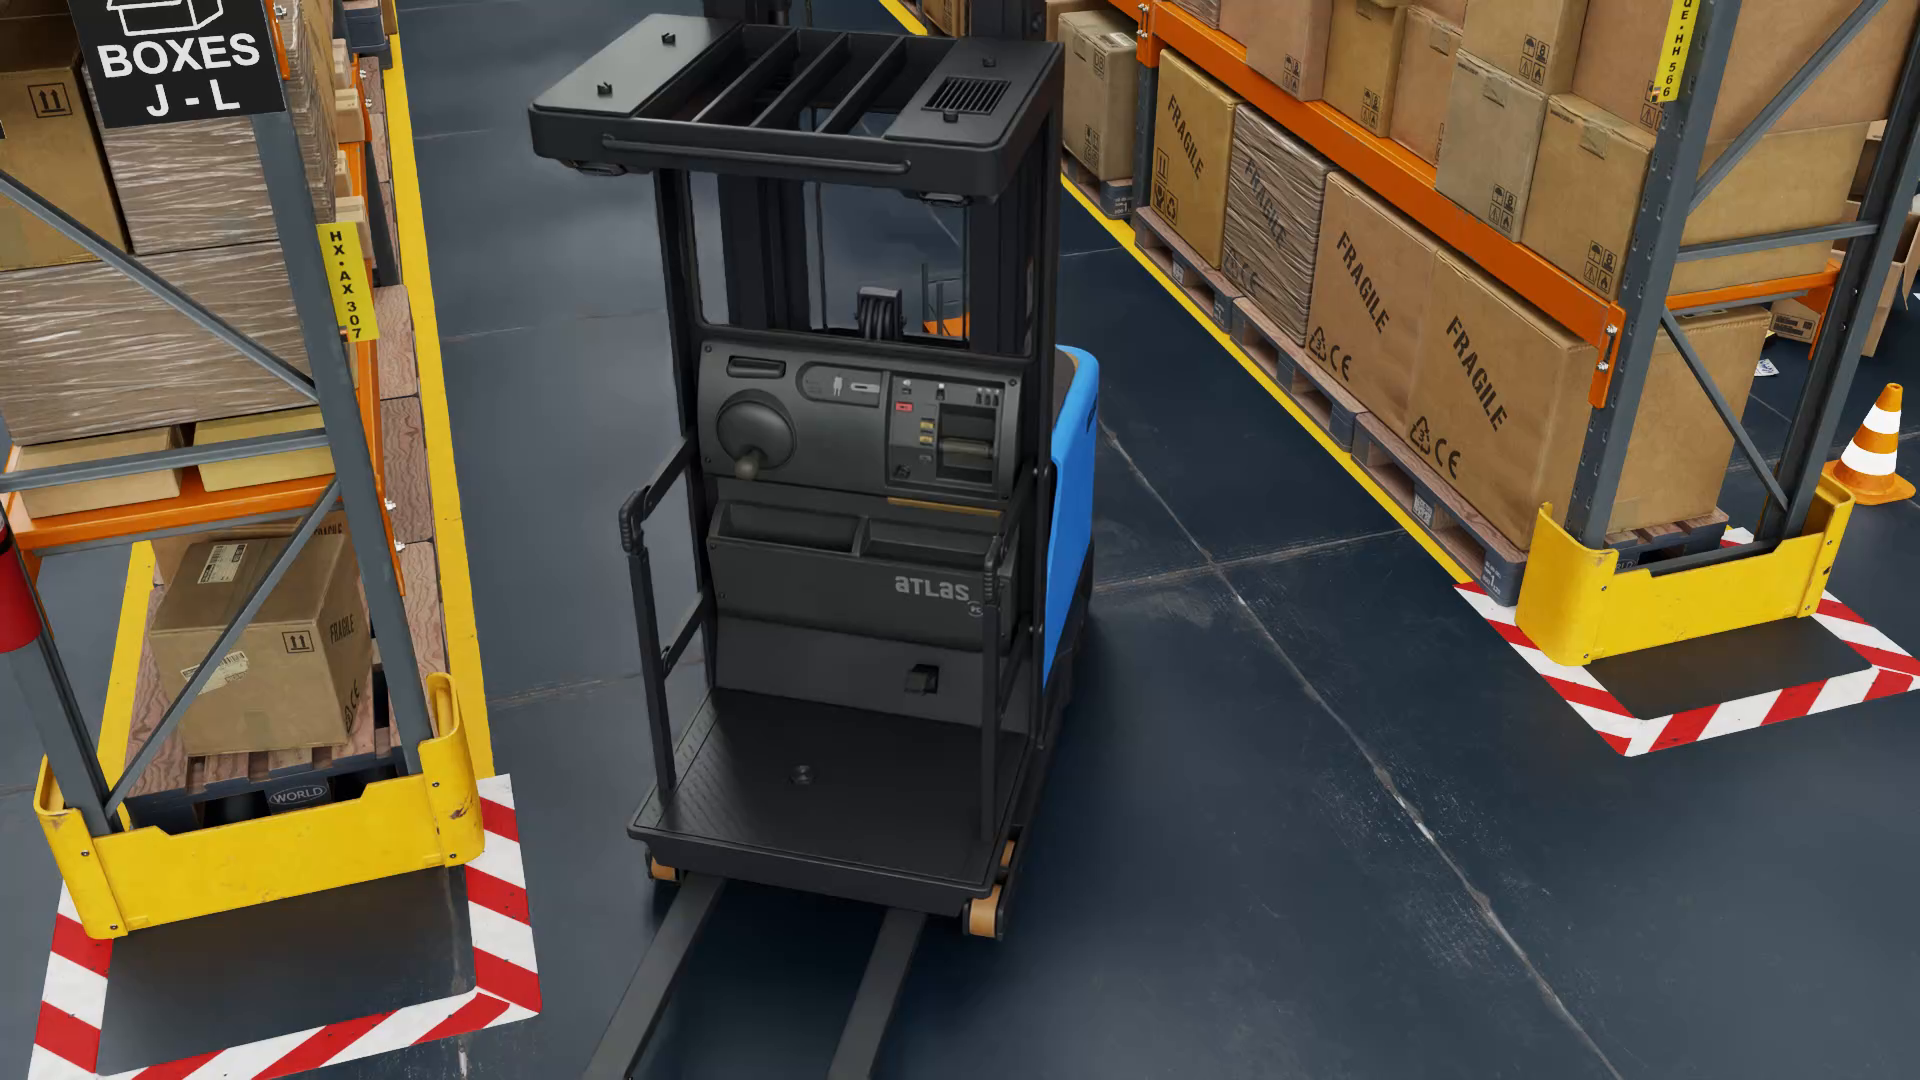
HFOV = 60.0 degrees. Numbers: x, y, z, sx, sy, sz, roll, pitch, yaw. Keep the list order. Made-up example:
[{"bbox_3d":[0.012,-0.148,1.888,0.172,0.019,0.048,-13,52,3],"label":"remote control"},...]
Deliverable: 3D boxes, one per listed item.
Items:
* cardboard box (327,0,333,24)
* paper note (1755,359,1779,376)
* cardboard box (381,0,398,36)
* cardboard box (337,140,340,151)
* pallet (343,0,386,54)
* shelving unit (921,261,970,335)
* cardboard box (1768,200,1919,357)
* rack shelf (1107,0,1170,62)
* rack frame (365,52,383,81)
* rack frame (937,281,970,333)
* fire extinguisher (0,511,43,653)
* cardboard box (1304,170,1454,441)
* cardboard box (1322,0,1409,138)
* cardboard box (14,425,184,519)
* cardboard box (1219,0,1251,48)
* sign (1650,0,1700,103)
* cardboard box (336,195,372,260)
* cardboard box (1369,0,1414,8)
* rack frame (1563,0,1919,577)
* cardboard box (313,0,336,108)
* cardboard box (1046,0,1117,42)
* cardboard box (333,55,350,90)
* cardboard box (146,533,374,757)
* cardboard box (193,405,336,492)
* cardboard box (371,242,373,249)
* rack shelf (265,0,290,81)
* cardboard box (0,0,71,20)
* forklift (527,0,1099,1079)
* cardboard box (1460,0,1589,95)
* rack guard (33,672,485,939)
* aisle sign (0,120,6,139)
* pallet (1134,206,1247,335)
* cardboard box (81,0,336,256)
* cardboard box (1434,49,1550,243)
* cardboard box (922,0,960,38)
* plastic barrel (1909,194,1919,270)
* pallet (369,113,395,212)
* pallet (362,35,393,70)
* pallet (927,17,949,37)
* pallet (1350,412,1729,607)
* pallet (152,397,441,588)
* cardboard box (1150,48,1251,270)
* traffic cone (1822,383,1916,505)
[{"bbox_3d":[-2.592,-2.169,6.045,0.500,0.500,0.500,-10,35,-15],"label":"cardboard box"},{"bbox_3d":[3.829,-0.830,7.980,0.144,0.017,0.142,1,33,2],"label":"paper note"},{"bbox_3d":[-4.708,-4.056,11.714,1.225,0.875,0.875,-12,35,-17],"label":"cardboard box"},{"bbox_3d":[-2.617,-1.469,6.479,0.380,0.149,0.250,-10,35,-15],"label":"cardboard box"},{"bbox_3d":[-3.391,-2.647,8.209,1.003,0.211,1.213,-10,35,-15],"label":"pallet"},{"bbox_3d":[0.004,-0.493,6.408,0.258,1.200,0.189,-10,35,-15],"label":"shelving unit"},{"bbox_3d":[4.414,-1.323,8.295,0.637,0.503,0.797,19,38,26],"label":"cardboard box"},{"bbox_3d":[0.847,-3.832,10.481,1.077,0.370,4.000,-10,35,-15],"label":"rack shelf"},{"bbox_3d":[-4.517,-4.401,10.690,1.000,3.000,0.127,-10,35,-15],"label":"rack frame"},{"bbox_3d":[0.032,-0.445,6.335,0.240,1.200,0.006,-10,35,-15],"label":"rack frame"},{"bbox_3d":[-2.481,-0.031,4.147,0.296,0.674,0.183,-10,35,-15],"label":"fire extinguisher"},{"bbox_3d":[2.138,-1.078,7.206,0.875,0.875,0.875,-11,35,-15],"label":"cardboard box"},{"bbox_3d":[2.081,-2.104,7.077,0.875,0.550,0.500,-10,35,-15],"label":"cardboard box"},{"bbox_3d":[-2.360,-0.211,4.577,0.380,0.149,0.250,-10,35,-15],"label":"cardboard box"},{"bbox_3d":[1.771,-2.668,7.931,0.875,0.550,0.550,-10,35,-15],"label":"cardboard box"},{"bbox_3d":[2.157,-1.480,5.004,0.100,0.325,0.005,-10,35,-15],"label":"sign"},{"bbox_3d":[-2.302,-1.090,5.907,0.380,0.149,0.250,-10,35,-15],"label":"cardboard box"},{"bbox_3d":[2.019,-2.543,6.762,0.875,0.550,0.500,-10,35,-15],"label":"cardboard box"},{"bbox_3d":[2.678,-0.982,5.516,1.000,3.000,0.127,-10,35,-15],"label":"rack frame"},{"bbox_3d":[-2.285,-1.645,5.251,0.500,0.500,0.500,-10,35,-15],"label":"cardboard box"},{"bbox_3d":[0.892,-3.137,10.436,1.050,0.750,0.750,-10,35,-15],"label":"cardboard box"},{"bbox_3d":[-2.884,-2.000,7.284,0.380,0.149,0.250,-10,35,-15],"label":"cardboard box"},{"bbox_3d":[-2.251,0.336,5.408,0.500,0.500,0.500,-4,34,-6],"label":"cardboard box"},{"bbox_3d":[-1.937,-0.286,4.690,0.380,0.149,0.250,-10,35,-15],"label":"cardboard box"},{"bbox_3d":[-3.464,-1.768,8.573,0.700,0.500,0.500,-13,36,-18],"label":"cardboard box"},{"bbox_3d":[-2.687,-2.203,5.294,1.077,0.370,4.000,-10,35,-15],"label":"rack shelf"},{"bbox_3d":[-2.638,-1.293,4.718,0.500,0.500,0.500,-10,35,-15],"label":"cardboard box"},{"bbox_3d":[-0.337,-0.272,4.502,1.130,2.935,3.031,7,34,11],"label":"forklift"},{"bbox_3d":[2.346,-1.970,5.895,0.875,0.550,0.550,-10,35,-15],"label":"cardboard box"},{"bbox_3d":[-2.100,0.802,5.083,1.175,0.500,0.348,-10,35,-15],"label":"rack guard"},{"bbox_3d":[-2.344,-1.203,3.491,0.394,0.787,0.004,-10,35,-15],"label":"aisle sign"},{"bbox_3d":[1.615,-1.507,8.839,1.003,0.211,1.213,-10,35,-15],"label":"pallet"},{"bbox_3d":[-1.985,-1.119,4.455,0.500,0.500,0.500,-10,35,-15],"label":"cardboard box"},{"bbox_3d":[2.333,-1.517,6.189,0.875,0.550,0.550,-10,35,-15],"label":"cardboard box"},{"bbox_3d":[0.337,-4.084,11.870,1.050,0.750,0.750,-10,35,-15],"label":"cardboard box"},{"bbox_3d":[5.289,-1.623,8.822,0.512,0.421,0.421,13,36,18],"label":"plastic barrel"},{"bbox_3d":[-3.912,-2.188,9.870,1.003,0.211,1.213,-10,35,-15],"label":"pallet"},{"bbox_3d":[-4.686,-3.665,12.104,1.003,0.211,1.213,-10,35,-15],"label":"pallet"},{"bbox_3d":[0.406,-3.593,11.995,1.003,0.211,1.213,-10,35,-15],"label":"pallet"},{"bbox_3d":[2.359,-0.226,6.900,1.003,0.211,1.213,-10,35,-15],"label":"pallet"},{"bbox_3d":[-2.683,-0.150,6.785,1.003,0.211,1.213,-10,35,-15],"label":"pallet"},{"bbox_3d":[1.583,-2.029,8.646,0.875,0.875,0.875,-9,35,-14],"label":"cardboard box"},{"bbox_3d":[3.868,-0.442,6.998,0.336,0.463,0.334,-10,35,-15],"label":"traffic cone"}]
